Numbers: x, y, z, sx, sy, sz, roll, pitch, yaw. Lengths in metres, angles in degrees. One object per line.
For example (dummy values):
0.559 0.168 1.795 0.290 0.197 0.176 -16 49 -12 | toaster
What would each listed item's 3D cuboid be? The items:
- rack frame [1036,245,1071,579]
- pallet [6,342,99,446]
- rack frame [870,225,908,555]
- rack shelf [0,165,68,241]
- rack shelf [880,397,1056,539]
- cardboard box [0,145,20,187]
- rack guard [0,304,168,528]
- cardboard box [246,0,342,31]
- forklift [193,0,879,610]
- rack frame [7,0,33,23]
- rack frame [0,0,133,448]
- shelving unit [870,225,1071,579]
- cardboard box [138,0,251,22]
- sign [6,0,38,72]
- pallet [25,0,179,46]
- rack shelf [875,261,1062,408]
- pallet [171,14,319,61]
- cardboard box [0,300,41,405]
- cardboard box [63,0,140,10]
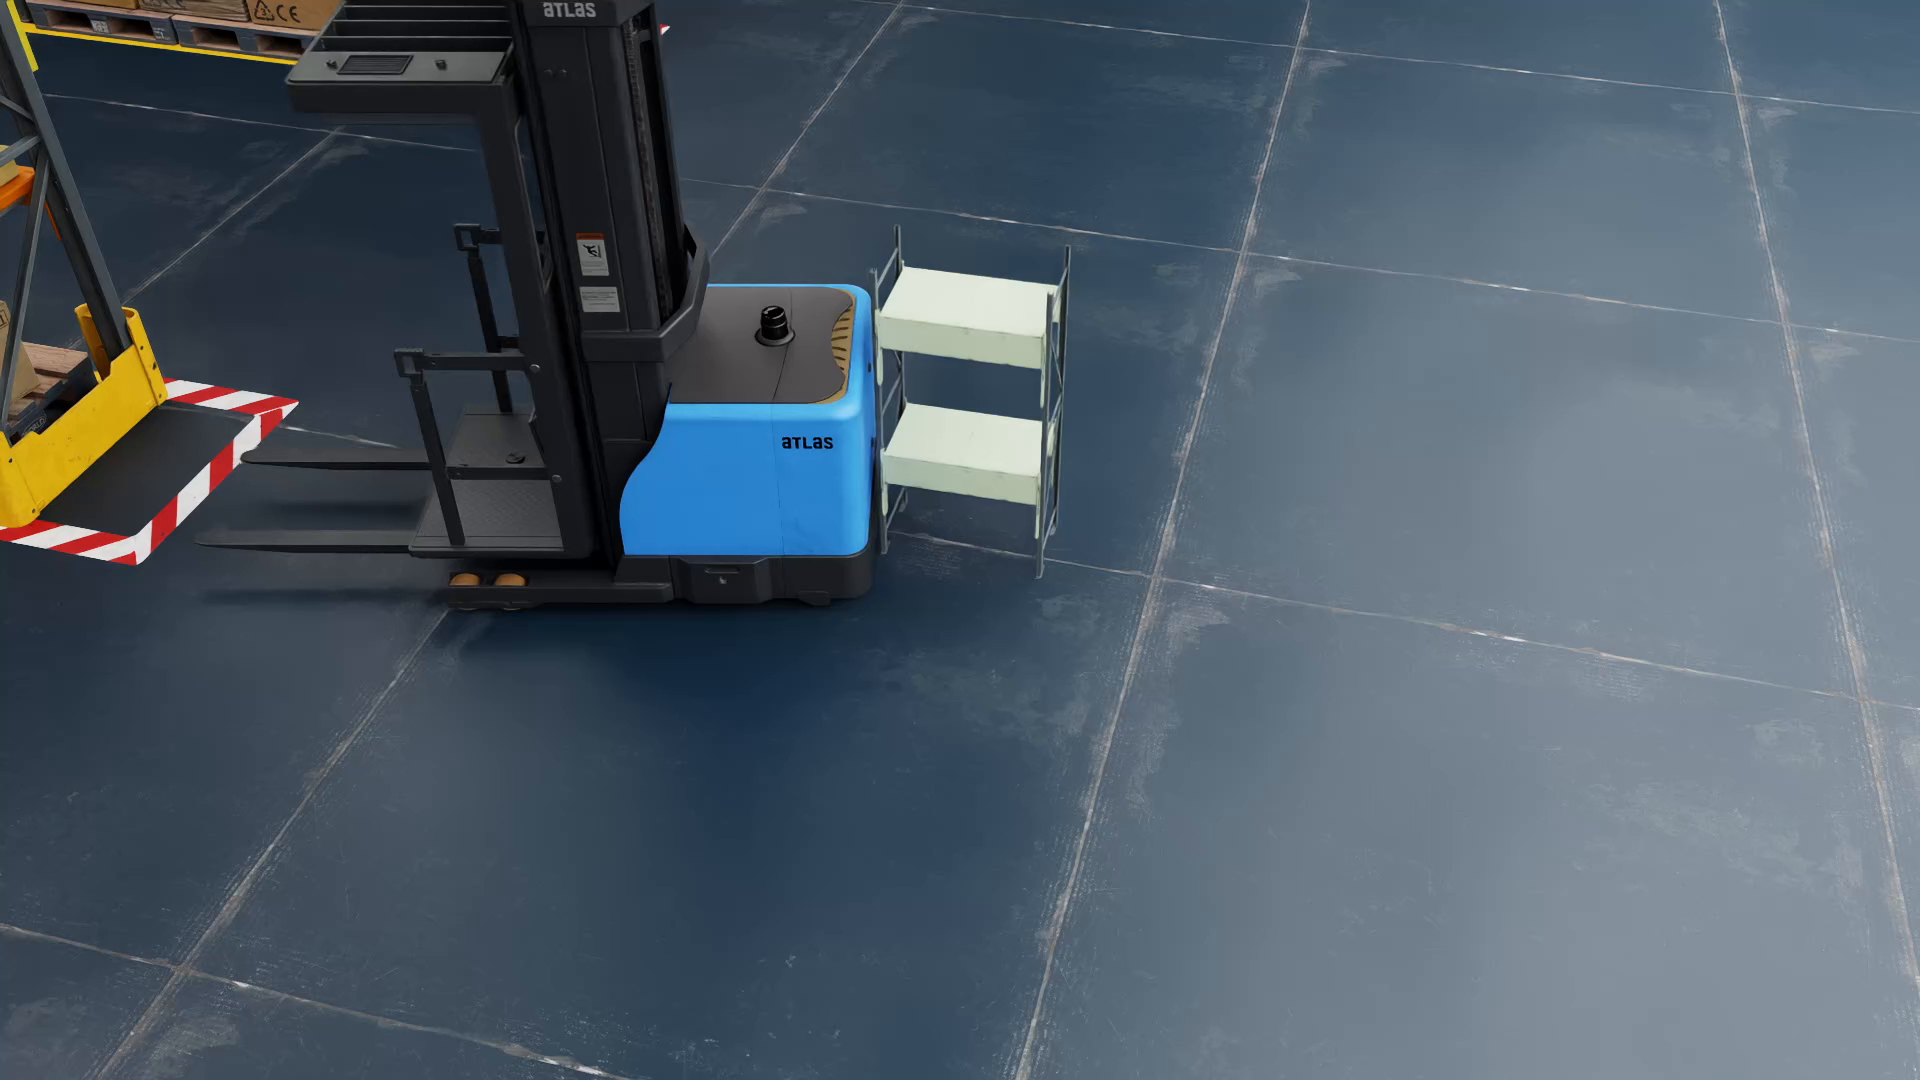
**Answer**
0.403 -0.523 7.232 0.023 1.500 0.400 9 41 10 | rack frame
-5.205 -0.676 8.415 1.213 0.211 1.003 10 41 11 | pallet
-0.309 -0.633 7.362 0.023 1.500 0.400 9 41 10 | rack frame
-6.288 -1.631 7.944 4.000 0.370 1.077 10 41 11 | rack shelf
0.047 -0.329 7.507 0.720 0.370 0.431 9 41 10 | rack shelf
-4.570 -1.674 7.630 0.250 0.149 0.380 10 41 11 | cardboard box
-4.429 -0.630 8.136 0.348 0.500 1.175 10 41 11 | rack guard
-4.499 -4.203 11.772 0.875 0.875 0.875 9 41 11 | cardboard box
-1.905 -1.150 6.865 3.031 2.935 1.130 0 40 0 | forklift
-6.840 -5.304 11.757 0.127 3.000 1.000 10 41 11 | rack frame
-4.356 -1.574 7.317 0.127 3.000 1.000 10 41 11 | rack frame
0.047 -0.578 7.297 0.755 1.500 0.431 9 41 10 | shelving unit
-5.379 -4.356 11.954 0.875 0.875 0.875 10 41 12 | cardboard box
-4.216 -2.243 7.440 0.005 0.325 0.100 10 41 11 | sign
-6.126 -4.061 12.446 1.213 0.211 1.003 10 41 11 | pallet
0.047 -0.877 7.046 0.720 0.370 0.431 9 41 10 | rack shelf
-4.944 -3.859 12.206 1.213 0.211 1.003 10 41 11 | pallet
-4.955 -0.892 8.121 0.500 0.500 0.500 17 43 19 | cardboard box
-6.251 -4.503 12.129 0.875 0.875 0.875 10 41 12 | cardboard box
